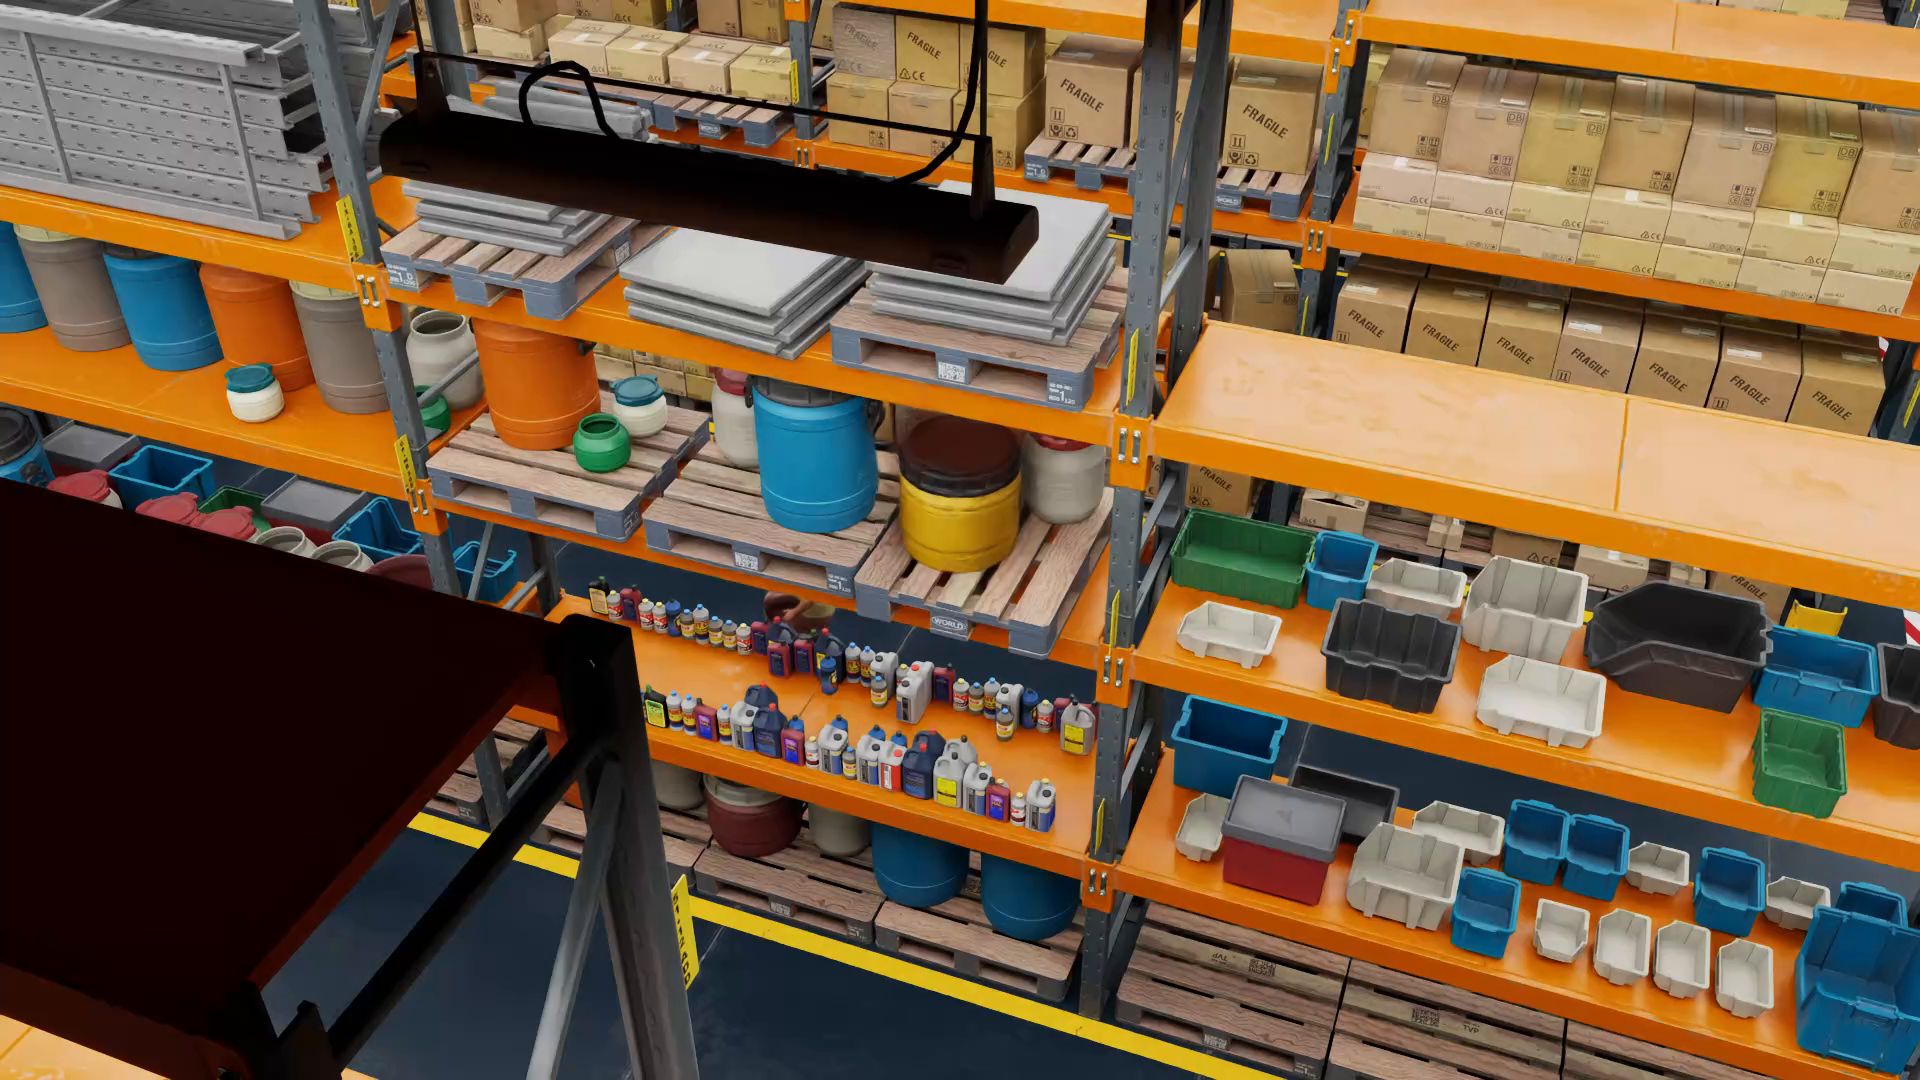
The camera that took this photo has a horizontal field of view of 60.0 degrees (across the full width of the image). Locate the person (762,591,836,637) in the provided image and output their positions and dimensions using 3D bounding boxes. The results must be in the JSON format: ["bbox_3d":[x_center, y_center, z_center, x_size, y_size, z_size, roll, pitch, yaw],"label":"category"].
[{"bbox_3d":[-1.089,0.358,11.243,0.749,1.469,0.472,7,37,10],"label":"person"}]
